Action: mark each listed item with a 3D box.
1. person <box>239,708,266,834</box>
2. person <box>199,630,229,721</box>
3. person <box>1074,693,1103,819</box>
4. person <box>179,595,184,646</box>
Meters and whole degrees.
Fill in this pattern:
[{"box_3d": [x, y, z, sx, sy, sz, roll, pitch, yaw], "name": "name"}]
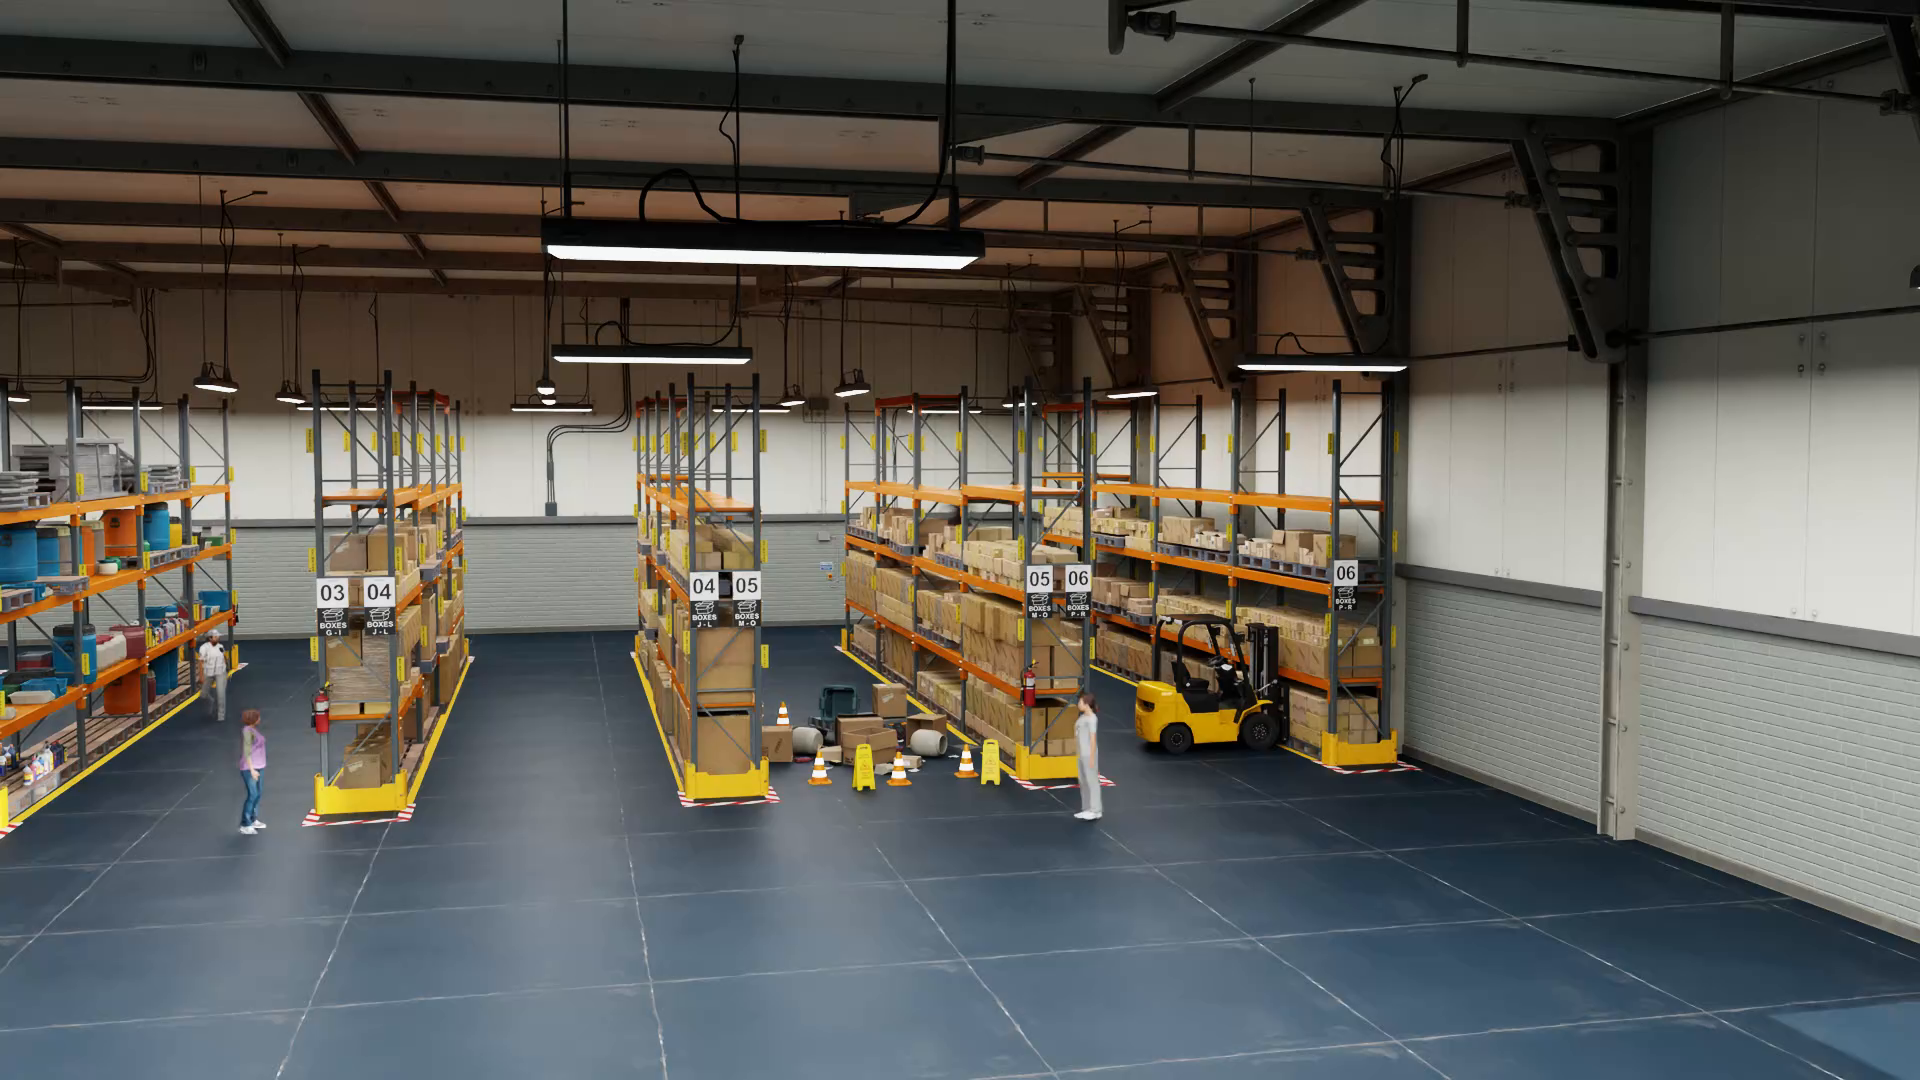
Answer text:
[{"box_3d": [-9.167, 2.990, 21.569, 0.335, 1.609, 0.478, 0, 3, 5], "name": "person"}, {"box_3d": [-13.502, 2.436, 30.130, 0.493, 1.639, 0.647, -1, 3, -17], "name": "person"}, {"box_3d": [1.708, 2.895, 22.168, 0.380, 1.708, 0.550, -1, 3, -17], "name": "person"}, {"box_3d": [-17.859, 2.042, 38.444, 0.441, 1.532, 0.629, -2, 4, -28], "name": "person"}]
